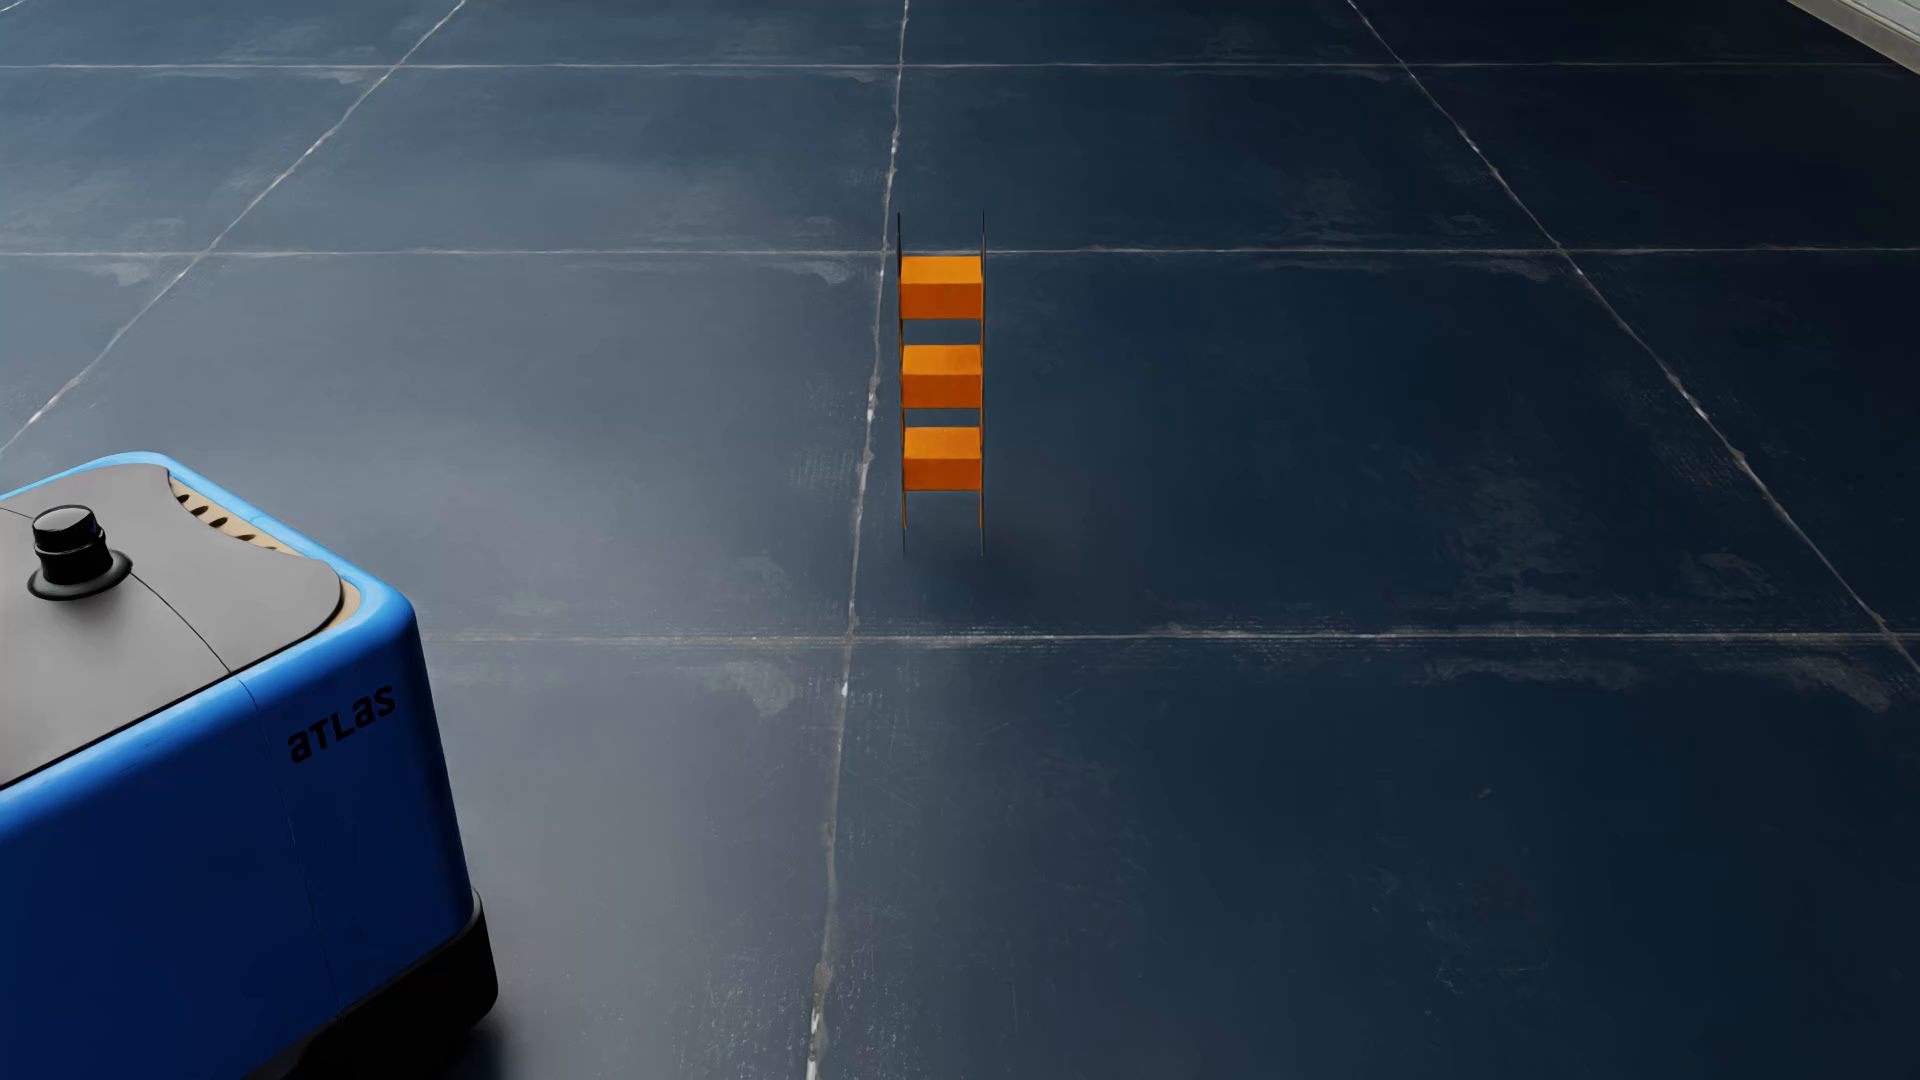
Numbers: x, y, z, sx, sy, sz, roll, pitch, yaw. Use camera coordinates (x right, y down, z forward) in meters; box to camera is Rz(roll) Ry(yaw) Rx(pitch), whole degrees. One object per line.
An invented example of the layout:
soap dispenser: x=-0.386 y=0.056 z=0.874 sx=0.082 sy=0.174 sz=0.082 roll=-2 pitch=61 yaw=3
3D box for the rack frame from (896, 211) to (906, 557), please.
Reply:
rack frame: x=-0.176 y=-0.448 z=4.977 sx=0.008 sy=1.050 sz=0.200 roll=0 pitch=31 yaw=0

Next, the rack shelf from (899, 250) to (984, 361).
rack shelf: x=-0.054 y=-0.682 z=4.836 sx=0.240 sy=0.259 sz=0.215 roll=0 pitch=31 yaw=0

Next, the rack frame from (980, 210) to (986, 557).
rack frame: x=0.068 y=-0.449 z=4.978 sx=0.008 sy=1.050 sz=0.200 roll=0 pitch=31 yaw=0

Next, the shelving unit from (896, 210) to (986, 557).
shelving unit: x=-0.054 y=-0.449 z=4.977 sx=0.252 sy=1.050 sz=0.215 roll=0 pitch=31 yaw=0

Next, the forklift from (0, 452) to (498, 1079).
forklift: x=-2.301 y=0.204 z=2.089 sx=1.130 sy=2.935 sz=3.031 roll=23 pitch=38 yaw=33

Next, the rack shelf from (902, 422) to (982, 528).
rack shelf: x=-0.054 y=-0.202 z=5.127 sx=0.240 sy=0.259 sz=0.215 roll=0 pitch=31 yaw=0

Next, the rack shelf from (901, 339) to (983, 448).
rack shelf: x=-0.054 y=-0.440 z=4.983 sx=0.240 sy=0.259 sz=0.215 roll=0 pitch=31 yaw=0
